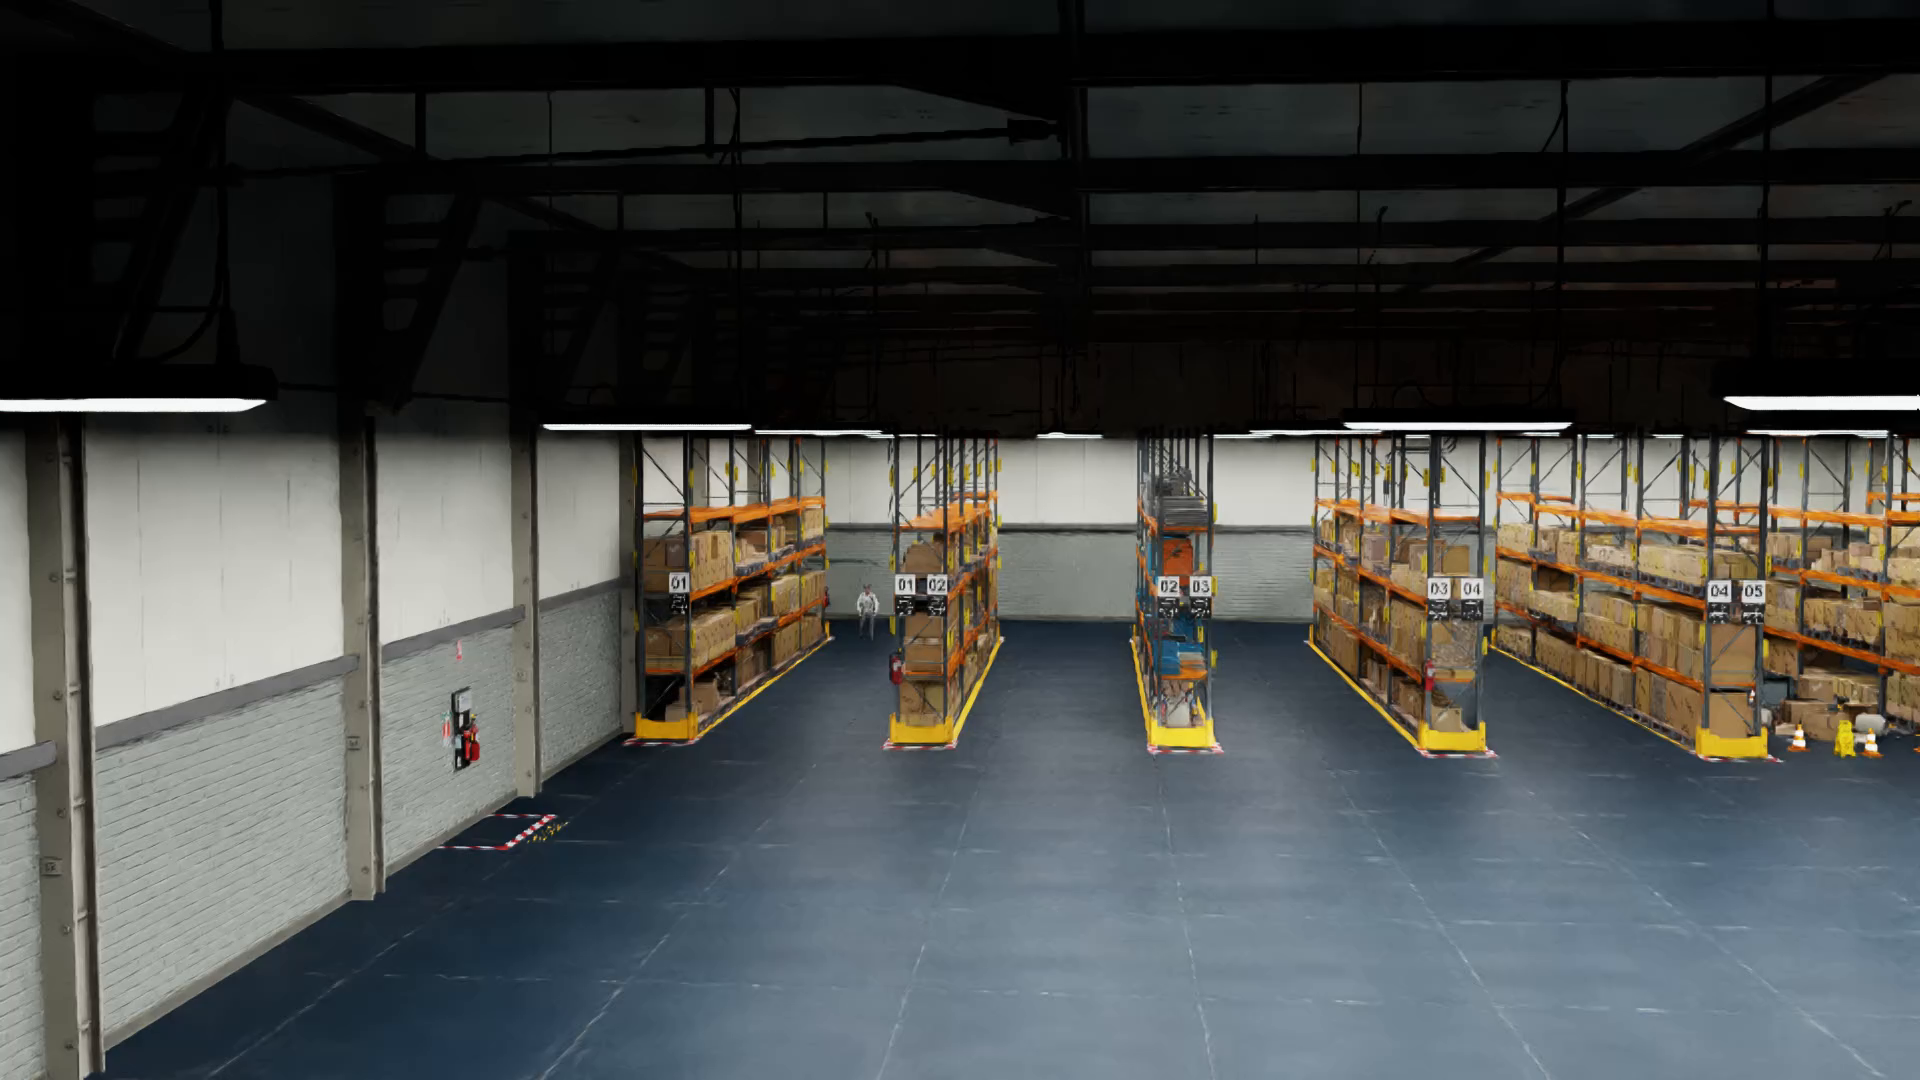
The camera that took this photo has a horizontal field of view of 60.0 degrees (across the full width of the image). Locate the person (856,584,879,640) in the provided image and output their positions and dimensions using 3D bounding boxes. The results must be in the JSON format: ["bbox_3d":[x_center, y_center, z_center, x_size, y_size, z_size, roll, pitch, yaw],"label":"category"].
[{"bbox_3d":[-2.650,2.052,47.665,0.639,1.632,0.512,0,3,2],"label":"person"}]
